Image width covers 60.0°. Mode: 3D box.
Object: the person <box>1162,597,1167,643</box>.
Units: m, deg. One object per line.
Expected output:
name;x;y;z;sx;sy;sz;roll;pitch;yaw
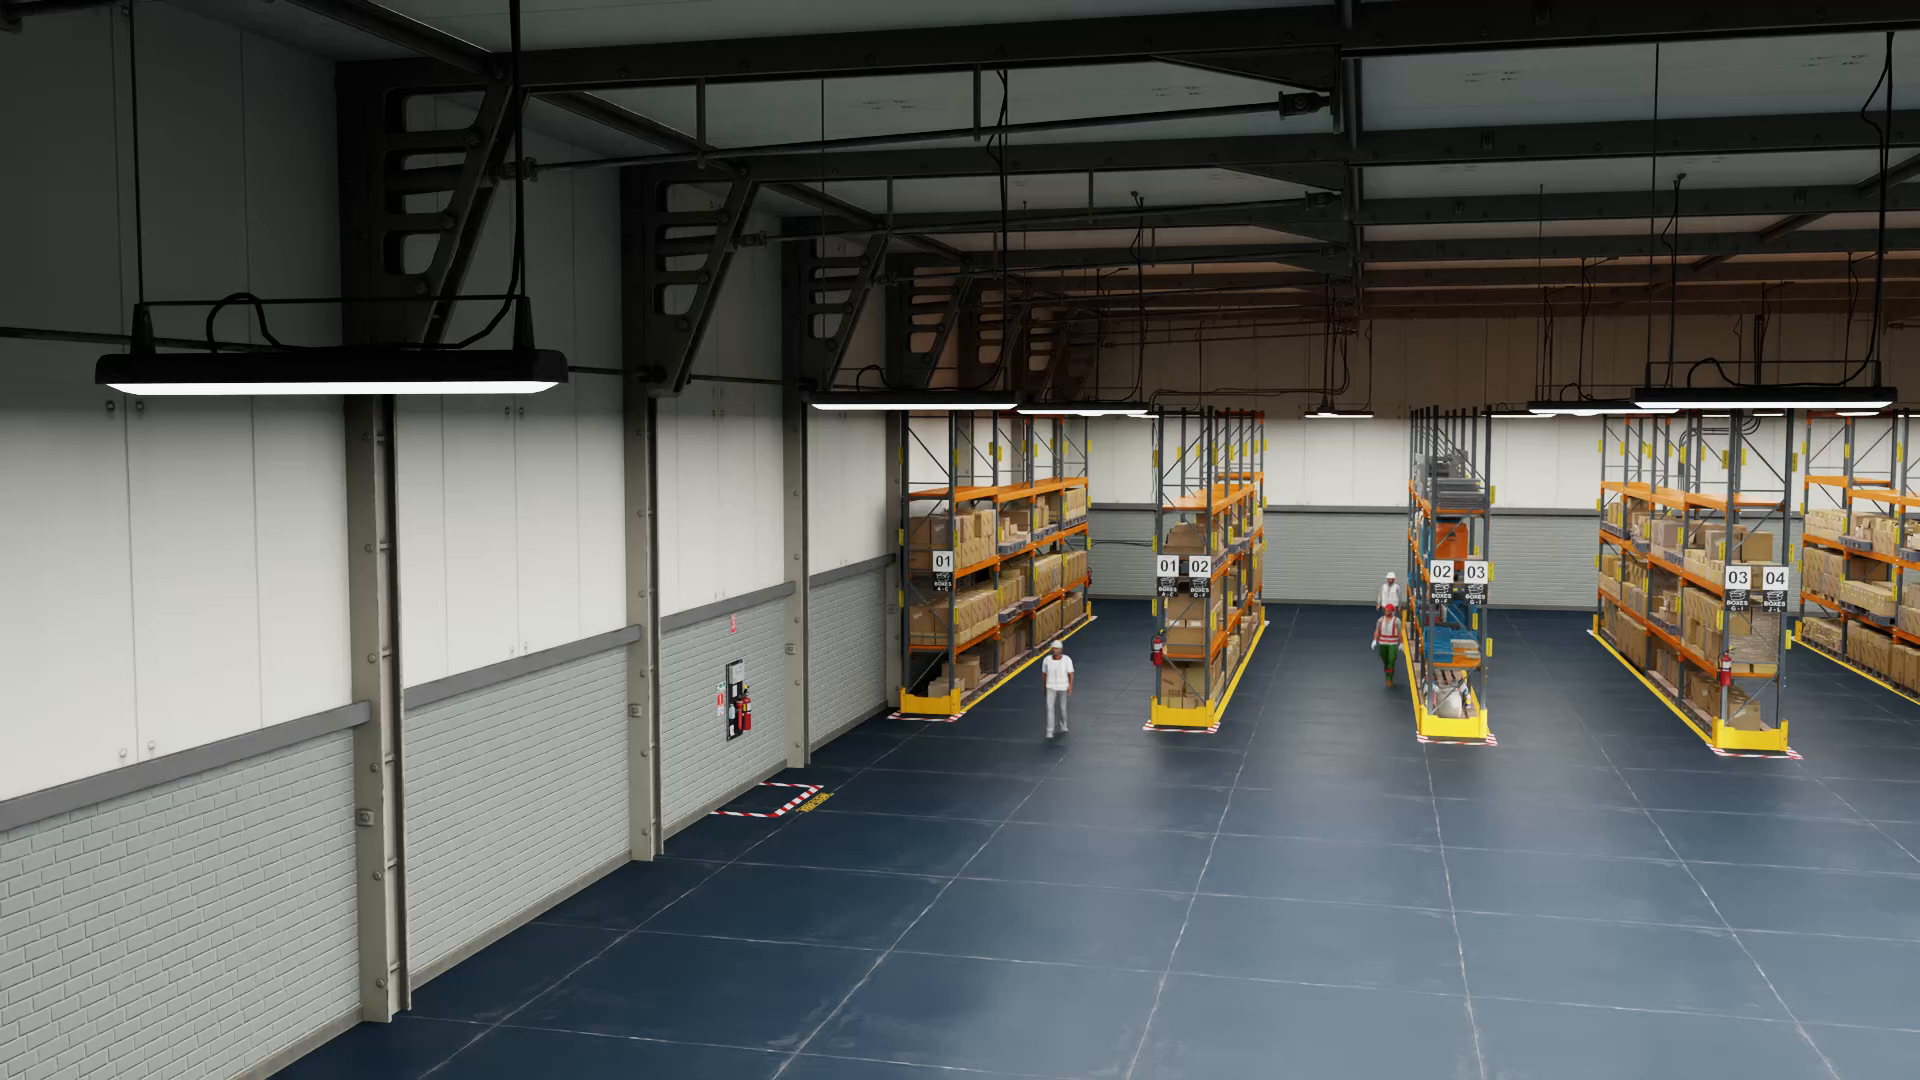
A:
person;5.474;1.778;42.889;0.593;1.711;1.081;1;4;11

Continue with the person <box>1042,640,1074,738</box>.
person;1.763;2.687;30.097;0.596;1.729;0.976;1;4;11

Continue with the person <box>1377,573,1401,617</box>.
person;11.278;1.720;43.717;0.578;1.730;1.018;3;5;34

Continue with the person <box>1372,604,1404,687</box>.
person;9.228;2.247;35.929;0.640;1.731;0.978;2;5;30
